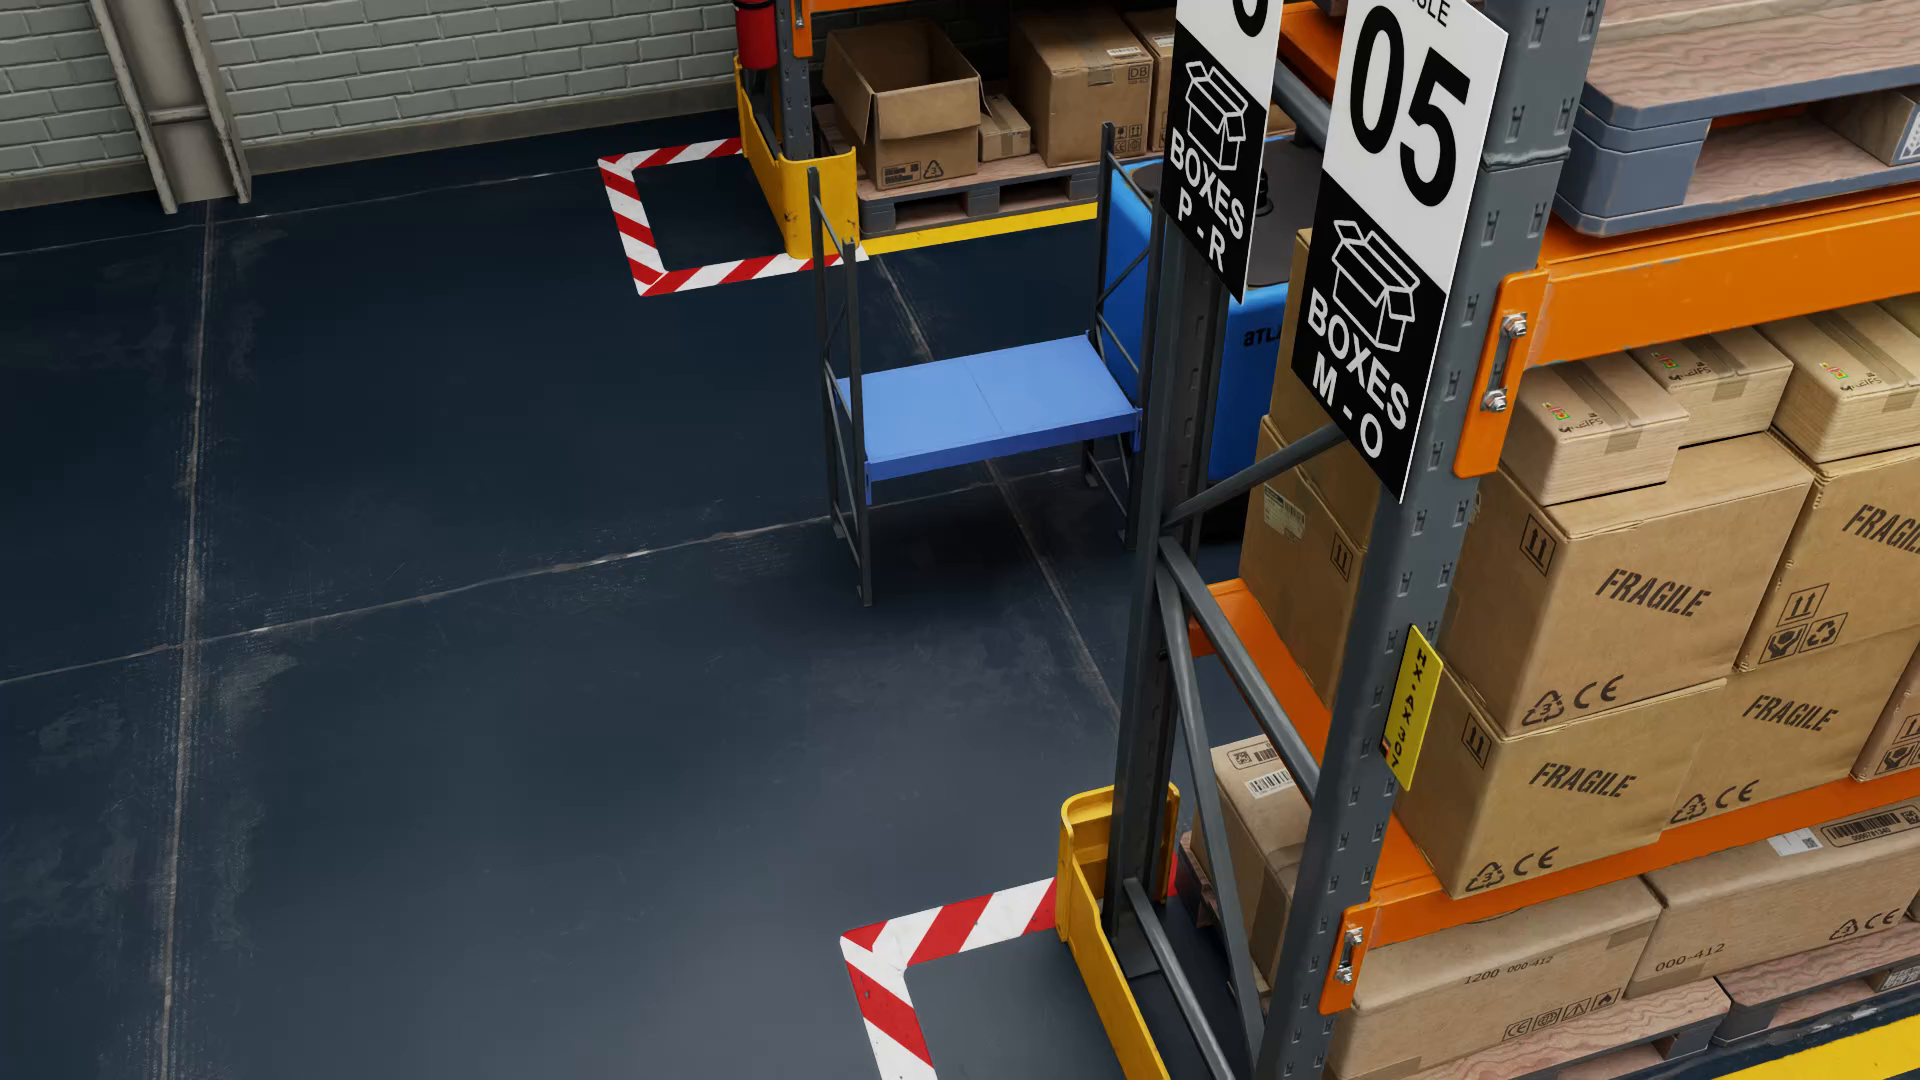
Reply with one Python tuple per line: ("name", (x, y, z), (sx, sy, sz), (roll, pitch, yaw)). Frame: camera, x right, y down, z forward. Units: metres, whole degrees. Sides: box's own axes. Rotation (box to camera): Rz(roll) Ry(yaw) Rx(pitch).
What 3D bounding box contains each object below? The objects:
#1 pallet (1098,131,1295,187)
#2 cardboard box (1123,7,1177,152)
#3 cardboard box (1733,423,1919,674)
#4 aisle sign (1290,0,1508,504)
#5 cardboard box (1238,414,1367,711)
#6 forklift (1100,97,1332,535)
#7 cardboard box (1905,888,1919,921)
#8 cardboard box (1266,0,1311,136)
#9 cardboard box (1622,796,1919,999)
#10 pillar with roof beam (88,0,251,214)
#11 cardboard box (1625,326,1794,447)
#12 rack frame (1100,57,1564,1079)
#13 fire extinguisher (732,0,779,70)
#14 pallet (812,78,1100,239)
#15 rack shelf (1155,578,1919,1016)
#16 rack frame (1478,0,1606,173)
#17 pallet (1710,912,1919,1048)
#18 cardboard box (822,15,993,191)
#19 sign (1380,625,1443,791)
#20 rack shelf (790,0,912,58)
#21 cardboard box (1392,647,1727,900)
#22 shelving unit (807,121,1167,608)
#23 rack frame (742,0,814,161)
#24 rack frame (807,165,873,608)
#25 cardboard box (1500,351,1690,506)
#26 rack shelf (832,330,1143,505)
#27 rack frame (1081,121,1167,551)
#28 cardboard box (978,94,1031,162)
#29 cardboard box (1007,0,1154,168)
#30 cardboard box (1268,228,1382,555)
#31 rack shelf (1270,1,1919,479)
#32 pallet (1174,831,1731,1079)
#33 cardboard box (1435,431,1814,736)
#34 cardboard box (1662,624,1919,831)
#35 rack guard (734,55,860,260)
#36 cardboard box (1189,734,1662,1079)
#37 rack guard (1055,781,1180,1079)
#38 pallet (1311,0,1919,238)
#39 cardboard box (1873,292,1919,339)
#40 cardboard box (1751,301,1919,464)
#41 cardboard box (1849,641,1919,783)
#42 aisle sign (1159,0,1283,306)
("pallet", (1.127, -2.172, 8.575), (1.213, 0.211, 1.003), (-12, 42, -13))
("cardboard box", (1.106, -2.274, 8.154), (0.500, 0.500, 0.500), (-11, 42, -12))
("cardboard box", (1.661, -0.133, 3.286), (0.500, 0.500, 0.500), (-13, 43, -14))
("aisle sign", (0.645, -0.479, 2.542), (0.004, 0.787, 0.394), (-12, 42, -13))
("cardboard box", (1.008, 0.005, 3.888), (0.500, 0.500, 0.500), (-11, 42, -13))
("forklift", (2.078, -1.728, 6.001), (3.031, 2.935, 1.130), (-14, 43, -16))
("cardboard box", (2.957, 0.554, 4.964), (0.875, 0.438, 0.875), (-13, 43, -14))
("cardboard box", (1.561, -2.438, 8.341), (0.500, 0.500, 0.700), (-13, 43, -15))
("cardboard box", (2.097, 0.732, 4.761), (0.875, 0.438, 0.875), (-11, 42, -12))
("pillar with roof beam", (-2.417, -2.400, 2.158), (0.400, 9.000, 9.100), (-12, 42, -13))
("cardboard box", (1.277, -0.347, 3.038), (0.250, 0.149, 0.380), (-11, 42, -12))
("rack frame", (0.627, 0.304, 3.622), (0.127, 3.000, 1.000), (-12, 42, -13))
("fire extinguisher", (-0.869, -2.321, 6.969), (0.183, 0.674, 0.296), (-12, 42, -13))
("pallet", (-0.035, -1.933, 8.302), (1.213, 0.211, 1.003), (-12, 42, -13))
("rack shelf", (2.535, 0.180, 4.311), (4.000, 0.370, 1.077), (-12, 42, -13))
("rack frame", (0.627, -1.955, 1.648), (0.127, 3.000, 1.000), (-12, 42, -13))
("pallet", (2.528, 0.909, 5.050), (1.213, 0.211, 1.003), (-12, 42, -13))
("cardboard box", (-0.256, -2.089, 7.940), (0.637, 0.503, 0.797), (-13, 43, -15))
("sign", (0.788, 0.298, 2.911), (0.005, 0.325, 0.100), (-12, 42, -13))
("rack shelf", (1.040, -2.934, 7.876), (4.000, 0.370, 1.077), (-12, 42, -13))
("cardboard box", (1.171, 0.352, 3.491), (0.500, 0.500, 0.500), (-12, 43, -13))
("shelving unit", (0.081, -0.582, 5.776), (1.048, 1.500, 0.538), (-12, 42, -13))
("rack frame", (-0.868, -2.810, 7.186), (0.127, 3.000, 1.000), (-12, 42, -13))
("rack frame", (-0.403, -0.481, 5.661), (0.032, 1.500, 0.500), (-12, 42, -13))
("cardboard box", (1.049, -0.251, 2.928), (0.250, 0.149, 0.380), (-11, 42, -12))
("rack shelf", (0.081, -0.446, 5.894), (1.000, 0.185, 0.538), (-12, 42, -13))
("rack frame", (0.566, -0.682, 5.891), (0.032, 1.500, 0.500), (-12, 42, -13))
("cardboard box", (0.161, -2.015, 8.125), (0.250, 0.149, 0.380), (-13, 43, -15))
("cardboard box", (0.571, -2.233, 8.106), (0.500, 0.500, 0.700), (-10, 42, -11))
("cardboard box", (1.015, -0.355, 3.540), (0.500, 0.500, 0.500), (-10, 42, -12))
("rack shelf", (2.535, -0.950, 3.324), (4.000, 0.370, 1.077), (-12, 42, -13))
("pallet", (1.366, 1.147, 4.776), (1.213, 0.211, 1.003), (-12, 42, -13))
("cardboard box", (1.170, -0.026, 3.164), (0.500, 0.500, 0.500), (-13, 43, -14))
("cardboard box", (1.645, 0.234, 3.626), (0.500, 0.500, 0.500), (-12, 43, -14))
("rack guard", (-0.795, -1.884, 8.026), (0.348, 0.500, 1.175), (-12, 42, -13))
("cardboard box", (1.226, 0.918, 4.548), (0.875, 0.438, 0.875), (-13, 43, -15))
("rack guard", (0.604, 1.250, 4.439), (0.348, 0.500, 1.175), (-12, 42, -13))
("pallet", (1.331, -0.945, 2.839), (1.213, 0.211, 1.003), (-12, 42, -13))
("cardboard box", (1.805, -0.390, 3.087), (0.250, 0.149, 0.380), (-13, 43, -14))
("cardboard box", (1.560, -0.327, 3.015), (0.250, 0.149, 0.380), (-10, 42, -12))
("cardboard box", (2.136, 0.145, 3.728), (0.500, 0.500, 0.500), (-12, 43, -13))
("aisle sign", (0.465, -0.855, 2.973), (0.004, 0.787, 0.394), (-12, 42, -13))
